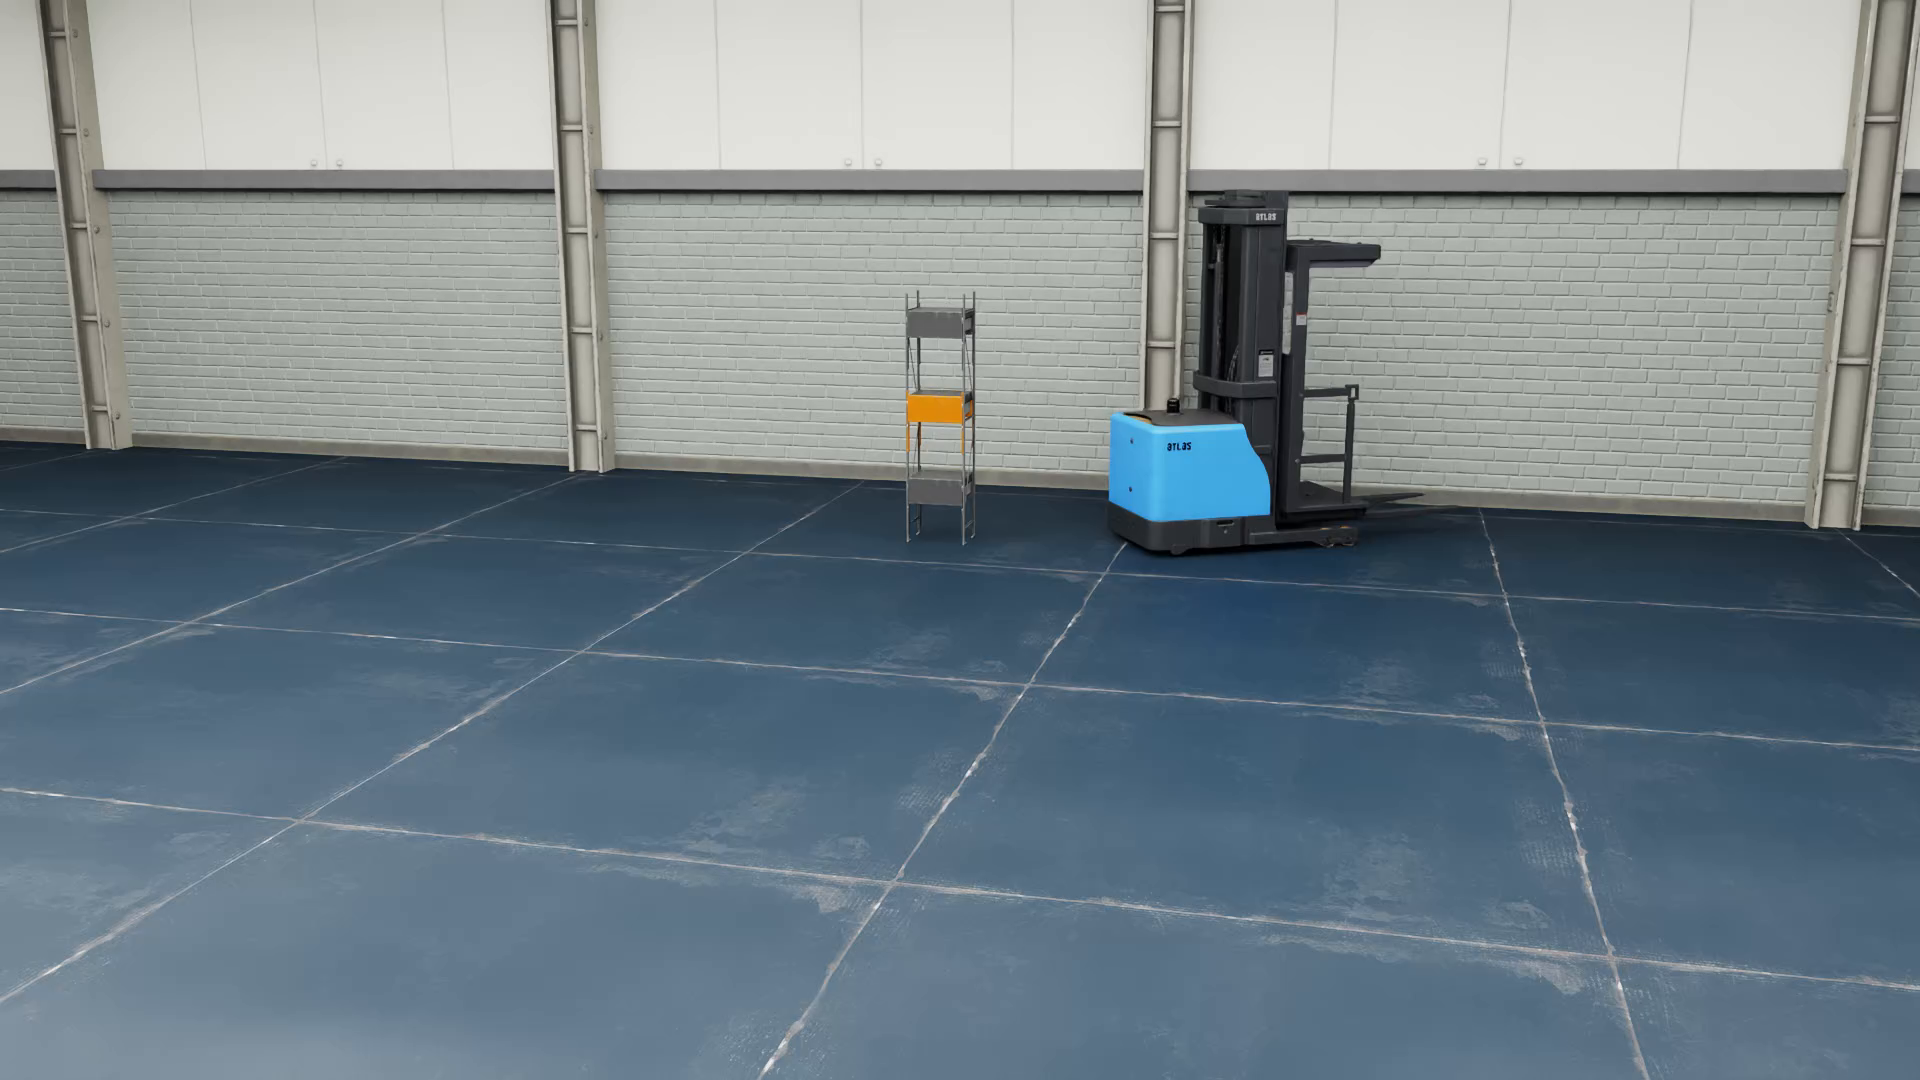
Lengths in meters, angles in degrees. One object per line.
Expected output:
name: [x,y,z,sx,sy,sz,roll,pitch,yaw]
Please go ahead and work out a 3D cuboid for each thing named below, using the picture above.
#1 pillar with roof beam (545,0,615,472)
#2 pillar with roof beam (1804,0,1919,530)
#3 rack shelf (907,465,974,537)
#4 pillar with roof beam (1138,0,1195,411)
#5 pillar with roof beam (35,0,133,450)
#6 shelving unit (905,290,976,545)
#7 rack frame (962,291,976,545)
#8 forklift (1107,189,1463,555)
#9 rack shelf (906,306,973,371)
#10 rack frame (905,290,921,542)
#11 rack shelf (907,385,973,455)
pillar with roof beam: [-4.922,-4.238,12.559,0.400,9.000,9.100,3,13,14]
pillar with roof beam: [6.729,-3.615,9.753,0.400,9.000,9.100,3,13,14]
rack shelf: [-0.161,-0.337,14.200,0.480,0.518,0.431,3,13,14]
pillar with roof beam: [0.904,-3.927,11.156,0.400,9.000,9.100,3,13,14]
pillar with roof beam: [-10.747,-4.549,13.963,0.400,9.000,9.100,3,13,14]
shelving unit: [-0.161,-1.034,14.045,0.503,2.100,0.431,3,13,14]
rack frame: [0.076,-1.021,13.988,0.015,2.100,0.400,3,13,14]
forklift: [2.845,-1.472,14.103,3.031,2.935,1.130,-4,13,-17]
rack shelf: [-0.161,-1.704,13.896,0.480,0.518,0.431,3,13,14]
rack frame: [-0.398,-1.046,14.102,0.015,2.100,0.400,3,13,14]
rack shelf: [-0.161,-1.020,14.048,0.480,0.518,0.431,3,13,14]
